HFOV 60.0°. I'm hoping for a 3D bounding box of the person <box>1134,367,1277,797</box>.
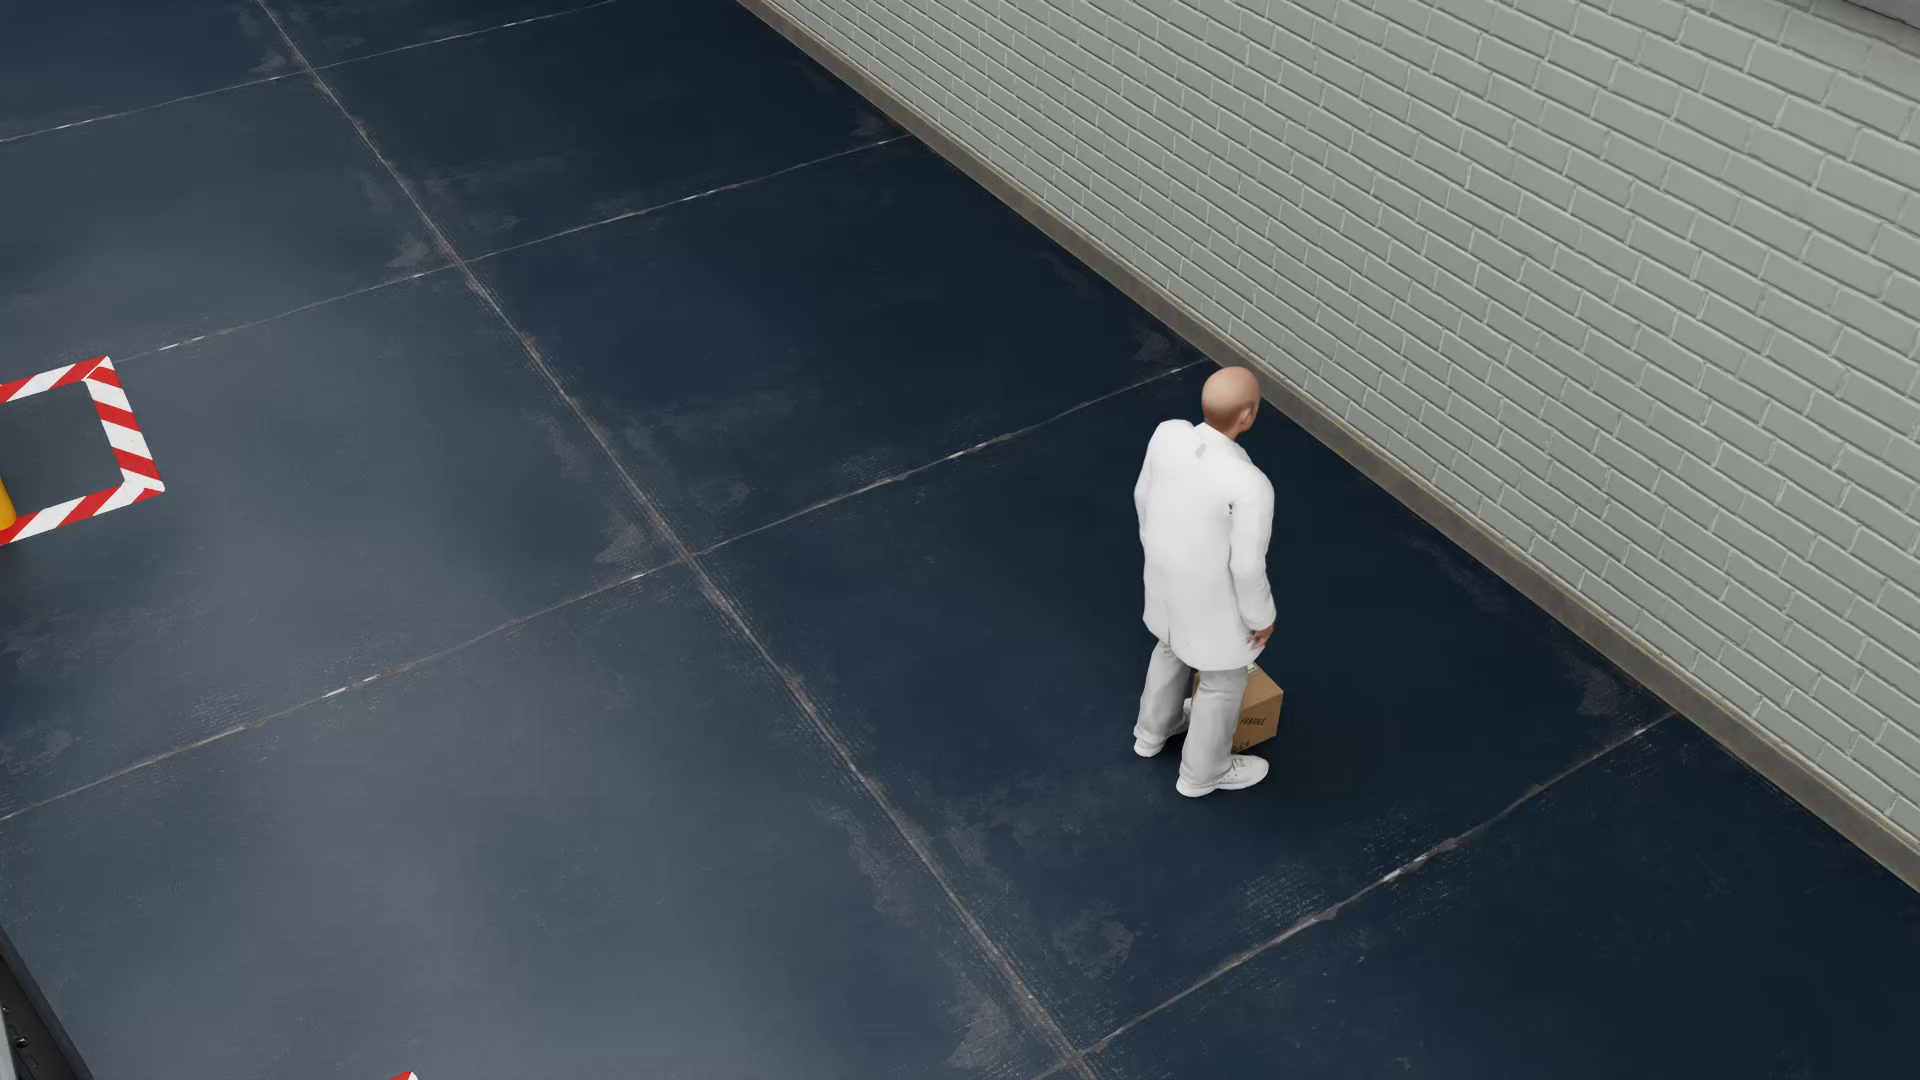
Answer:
[{"bbox_3d":[0.874,0.151,5.990,0.421,1.774,0.654,-25,46,-26],"label":"person"}]
